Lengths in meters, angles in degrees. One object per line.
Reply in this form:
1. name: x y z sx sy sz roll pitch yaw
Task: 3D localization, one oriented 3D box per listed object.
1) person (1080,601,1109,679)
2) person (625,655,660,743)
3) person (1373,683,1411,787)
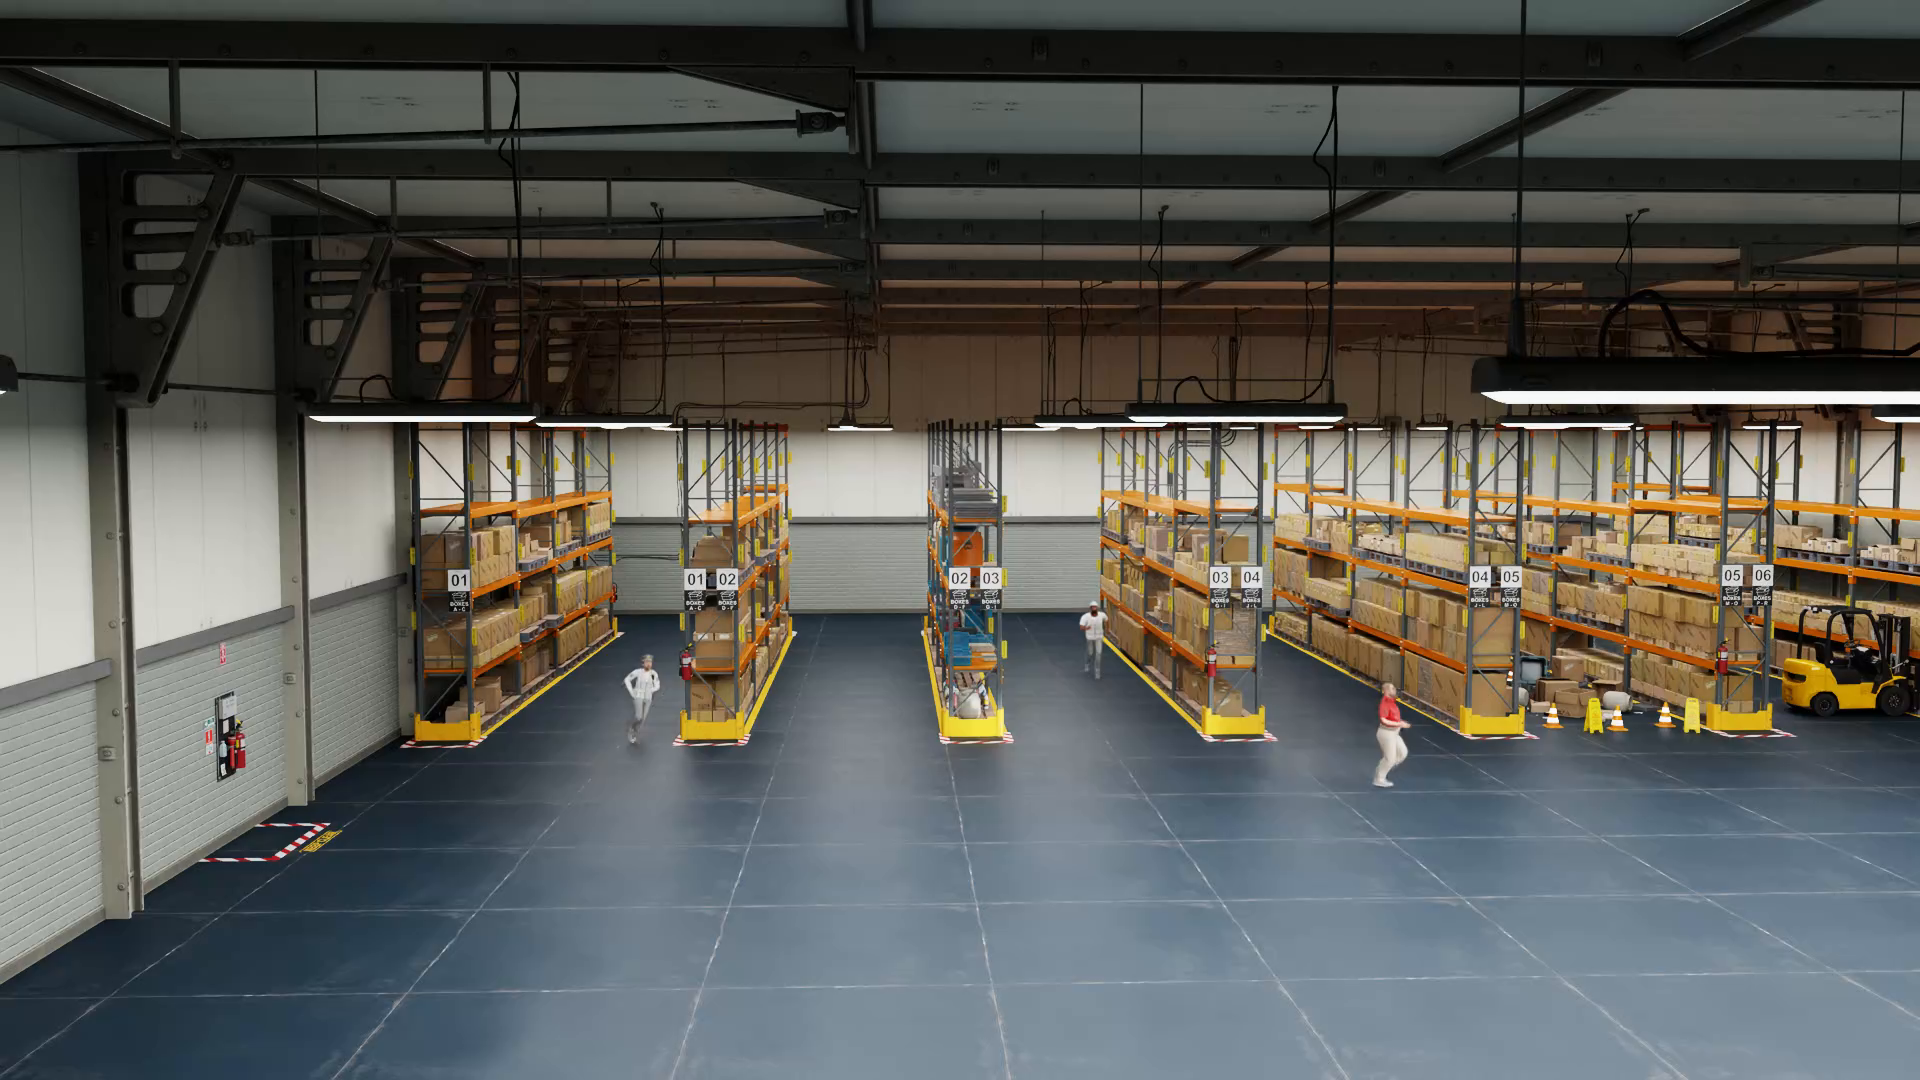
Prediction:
1. person: 3.164 2.331 39.181 0.711 1.804 0.946 0 4 1
2. person: -5.832 2.924 30.691 0.591 1.636 0.558 -2 4 -30
3. person: 7.000 3.153 26.878 0.612 1.691 0.633 2 4 26
